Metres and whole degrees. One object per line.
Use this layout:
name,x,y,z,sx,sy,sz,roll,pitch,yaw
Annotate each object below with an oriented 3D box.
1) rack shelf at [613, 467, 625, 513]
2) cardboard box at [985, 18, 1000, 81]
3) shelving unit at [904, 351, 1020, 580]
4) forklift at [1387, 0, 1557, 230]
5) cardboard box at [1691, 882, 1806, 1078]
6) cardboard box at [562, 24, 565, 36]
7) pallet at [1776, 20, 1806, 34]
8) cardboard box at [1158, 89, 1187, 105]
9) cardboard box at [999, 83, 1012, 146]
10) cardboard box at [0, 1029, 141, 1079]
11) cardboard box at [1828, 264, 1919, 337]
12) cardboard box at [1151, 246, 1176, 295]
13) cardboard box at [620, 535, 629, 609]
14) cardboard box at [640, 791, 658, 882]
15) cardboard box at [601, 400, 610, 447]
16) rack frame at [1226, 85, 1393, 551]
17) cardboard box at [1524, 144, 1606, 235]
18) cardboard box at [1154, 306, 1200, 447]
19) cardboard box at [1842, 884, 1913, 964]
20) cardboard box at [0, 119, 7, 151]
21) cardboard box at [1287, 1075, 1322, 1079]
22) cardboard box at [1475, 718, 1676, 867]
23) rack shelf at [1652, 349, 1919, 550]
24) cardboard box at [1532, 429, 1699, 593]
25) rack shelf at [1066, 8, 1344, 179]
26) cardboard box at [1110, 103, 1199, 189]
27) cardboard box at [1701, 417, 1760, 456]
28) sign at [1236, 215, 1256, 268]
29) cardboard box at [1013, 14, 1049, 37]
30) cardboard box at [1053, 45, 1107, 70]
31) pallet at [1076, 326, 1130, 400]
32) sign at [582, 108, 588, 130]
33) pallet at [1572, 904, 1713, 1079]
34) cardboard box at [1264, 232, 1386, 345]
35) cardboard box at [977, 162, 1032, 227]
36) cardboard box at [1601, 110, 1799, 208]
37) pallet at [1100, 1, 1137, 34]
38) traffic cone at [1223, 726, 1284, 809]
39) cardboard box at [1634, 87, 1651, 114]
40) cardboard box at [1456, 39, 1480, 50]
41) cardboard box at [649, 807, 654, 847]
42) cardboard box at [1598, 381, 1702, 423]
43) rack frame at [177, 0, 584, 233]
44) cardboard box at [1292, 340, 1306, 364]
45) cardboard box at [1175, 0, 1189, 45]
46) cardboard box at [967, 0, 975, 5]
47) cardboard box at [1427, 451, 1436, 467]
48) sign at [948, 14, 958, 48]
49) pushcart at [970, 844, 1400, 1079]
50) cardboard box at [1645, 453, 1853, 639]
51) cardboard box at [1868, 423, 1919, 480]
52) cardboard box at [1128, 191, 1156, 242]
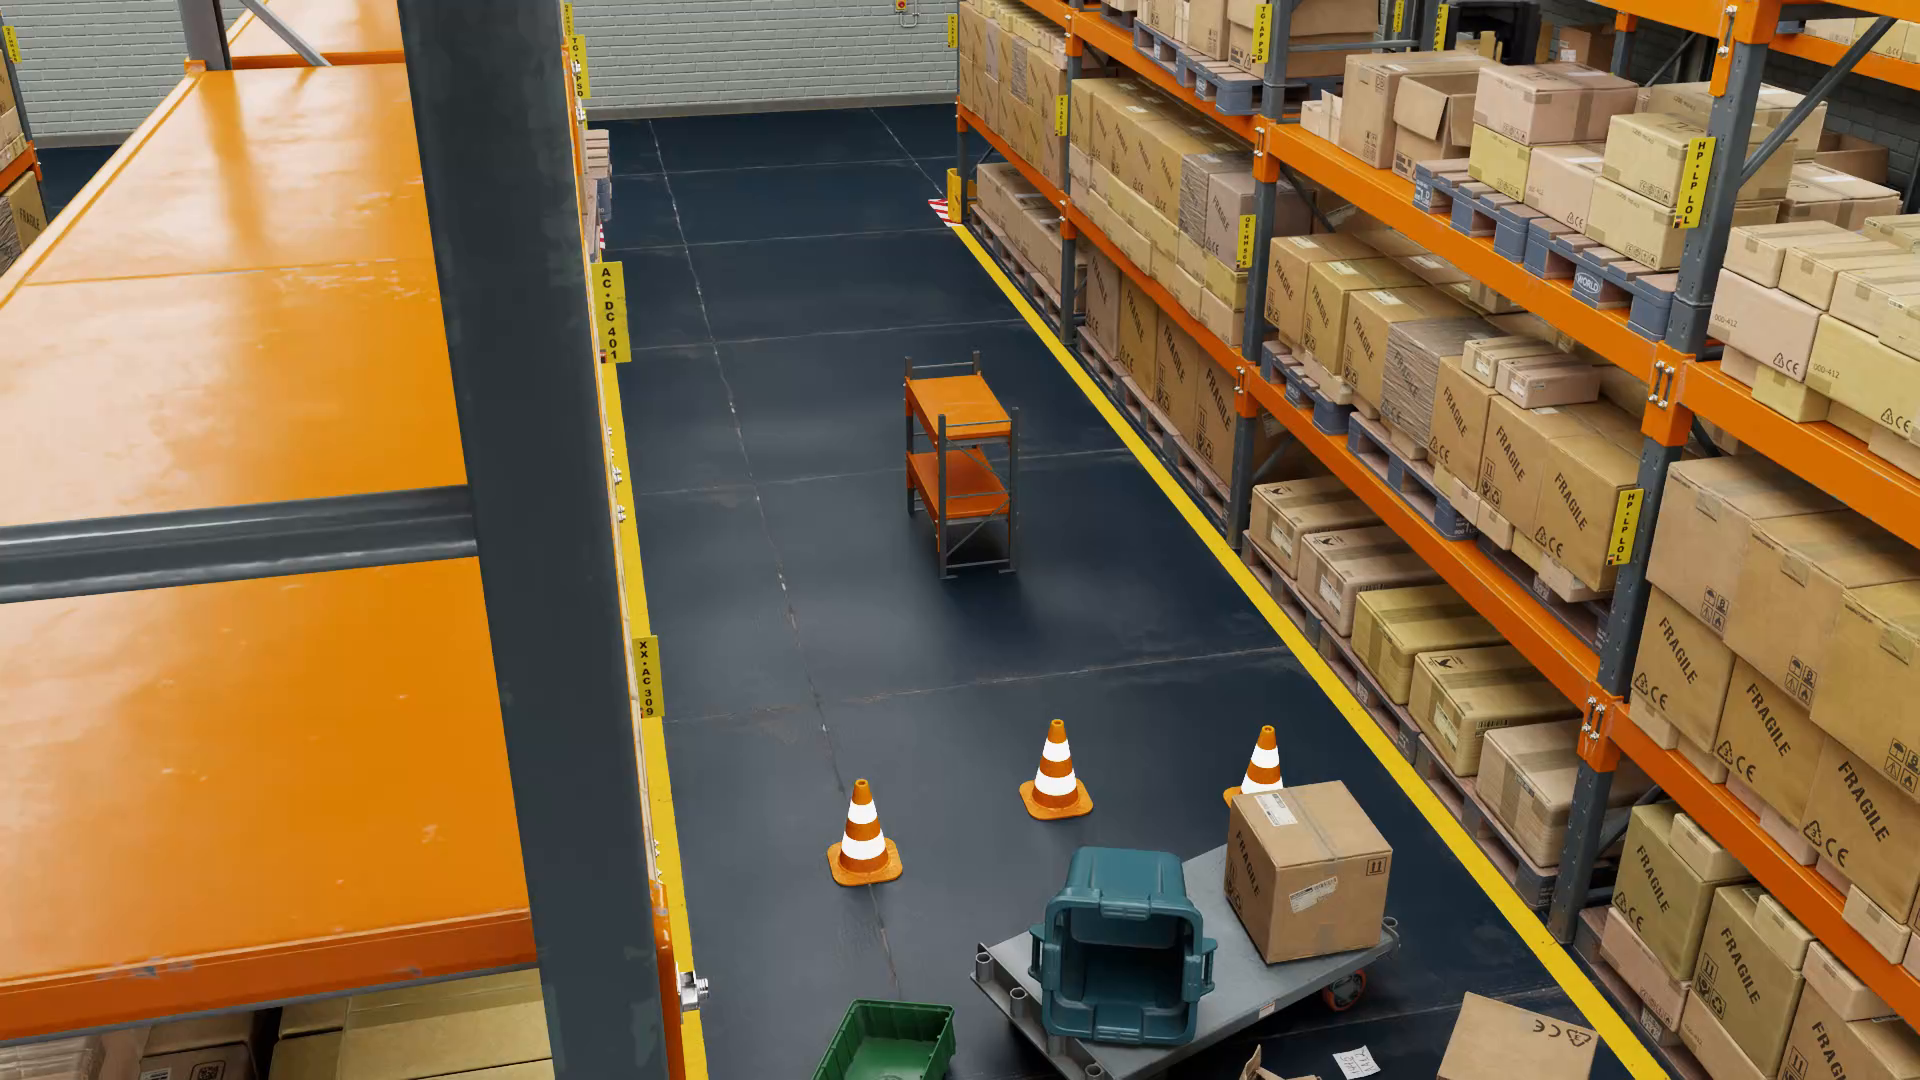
rack shelf,-2.079,-0.939,7.097,1.077,0.370,4.000,-6,27,-12
cardboard box,0.545,-4.658,15.776,0.500,0.500,0.500,-6,27,-12
shelving unit,-0.002,-0.505,10.849,0.538,1.125,1.048,-6,27,-12
forklift,4.148,-2.606,13.006,1.130,2.935,3.031,-6,27,-12
cardboard box,3.173,1.636,6.280,0.500,0.500,0.500,-5,27,-10
cardboard box,-2.519,-2.679,9.636,0.500,0.500,0.500,-6,27,-12
pallet,6.519,-4.114,12.799,1.213,0.211,1.003,-6,27,-12
cardboard box,1.838,-3.196,12.879,0.500,0.500,0.500,-5,27,-11
cardboard box,0.663,-4.000,15.582,0.500,0.500,0.500,-5,27,-10
cardboard box,-1.188,0.675,1.918,0.380,0.149,0.250,-6,27,-11
cardboard box,3.062,-0.773,5.365,0.380,0.149,0.250,-7,28,-13
cardboard box,1.675,-1.920,11.738,0.500,0.250,0.500,-6,27,-12
cardboard box,-1.709,0.213,7.235,0.500,0.500,0.500,-6,27,-12
cardboard box,-0.606,0.497,2.271,0.380,0.149,0.250,-6,27,-12
cardboard box,-0.952,-0.176,3.603,0.380,0.149,0.250,-6,27,-12
rack frame,2.270,-1.346,10.434,1.000,3.000,0.127,-6,27,-12
cardboard box,2.790,-1.514,7.138,0.500,0.250,0.500,-6,27,-11
cardboard box,1.998,-1.289,12.212,0.875,0.875,0.875,-6,27,-11
cardboard box,3.209,1.256,5.559,0.380,0.149,0.250,-6,27,-11
cardboard box,-8.707,-3.509,14.556,0.500,0.250,0.500,-6,27,-12
cardboard box,0.992,2.296,5.838,0.797,0.637,0.503,-6,27,-12
cardboard box,3.051,1.166,7.908,0.950,0.372,0.625,-6,27,-11
rack shelf,3.622,0.270,4.702,1.077,0.370,4.000,-6,27,-12
cardboard box,2.844,-0.134,7.127,0.500,0.500,0.500,-6,27,-13
rack shelf,1.819,-3.242,11.660,1.077,0.370,4.000,-6,27,-12
cardboard box,1.440,-2.930,12.351,0.500,0.500,0.500,-7,28,-13
cardboard box,3.410,-0.487,7.105,0.380,0.149,0.250,-6,27,-12
sign,1.730,-1.805,10.059,0.100,0.325,0.005,-6,27,-12
cardboard box,0.693,-4.659,15.059,0.380,0.149,0.250,-6,27,-12
cardboard box,0.989,-3.985,13.723,0.380,0.149,0.250,-7,28,-13
pallet,1.616,-1.526,13.886,1.003,0.211,1.213,-6,27,-12
sign,-2.891,-3.130,12.683,0.100,0.325,0.005,-6,27,-12
pallet,3.357,1.946,7.006,1.003,0.211,1.213,-6,27,-12
cardboard box,2.146,-1.490,9.812,0.500,0.500,0.500,-7,28,-13
cardboard box,0.713,-3.622,17.321,0.875,0.438,0.875,-7,28,-13
cardboard box,2.917,-1.514,6.584,0.500,0.250,0.500,-5,27,-10
pallet,1.623,-3.958,12.493,0.805,0.209,1.217,-7,28,-14
traffic cone,1.528,1.140,8.324,0.336,0.463,0.334,-6,27,-12
cardboard box,6.095,-3.605,14.332,0.700,0.500,0.500,-5,27,-10
cardboard box,5.664,-5.255,18.014,0.500,0.250,0.500,-5,27,-10
cardboard box,-0.776,0.517,3.116,0.380,0.149,0.250,-6,27,-12
cardboard box,3.232,-0.410,7.672,0.500,0.500,0.500,-6,27,-11
rack frame,-1.628,-1.721,4.520,1.000,3.000,0.127,-6,27,-12
cardboard box,2.193,-1.132,9.824,0.380,0.149,0.250,-8,28,-15
cardboard box,1.619,-3.382,10.821,0.396,0.266,0.258,-7,28,-13
cardboard box,0.277,-5.455,16.634,0.380,0.149,0.250,-5,27,-11
cardboard box,2.611,-0.439,8.449,0.380,0.149,0.250,-7,28,-13
sign,-0.075,-5.226,17.073,0.100,0.325,0.005,-6,27,-12
pushcart,0.961,1.834,7.044,1.648,0.377,0.936,-16,31,-29
cardboard box,3.059,0.001,6.214,0.700,0.500,0.500,-6,27,-12
cardboard box,3.188,-0.323,5.357,0.380,0.149,0.250,-5,27,-10
cardboard box,1.542,-2.364,12.063,0.500,0.250,0.500,-7,28,-13
